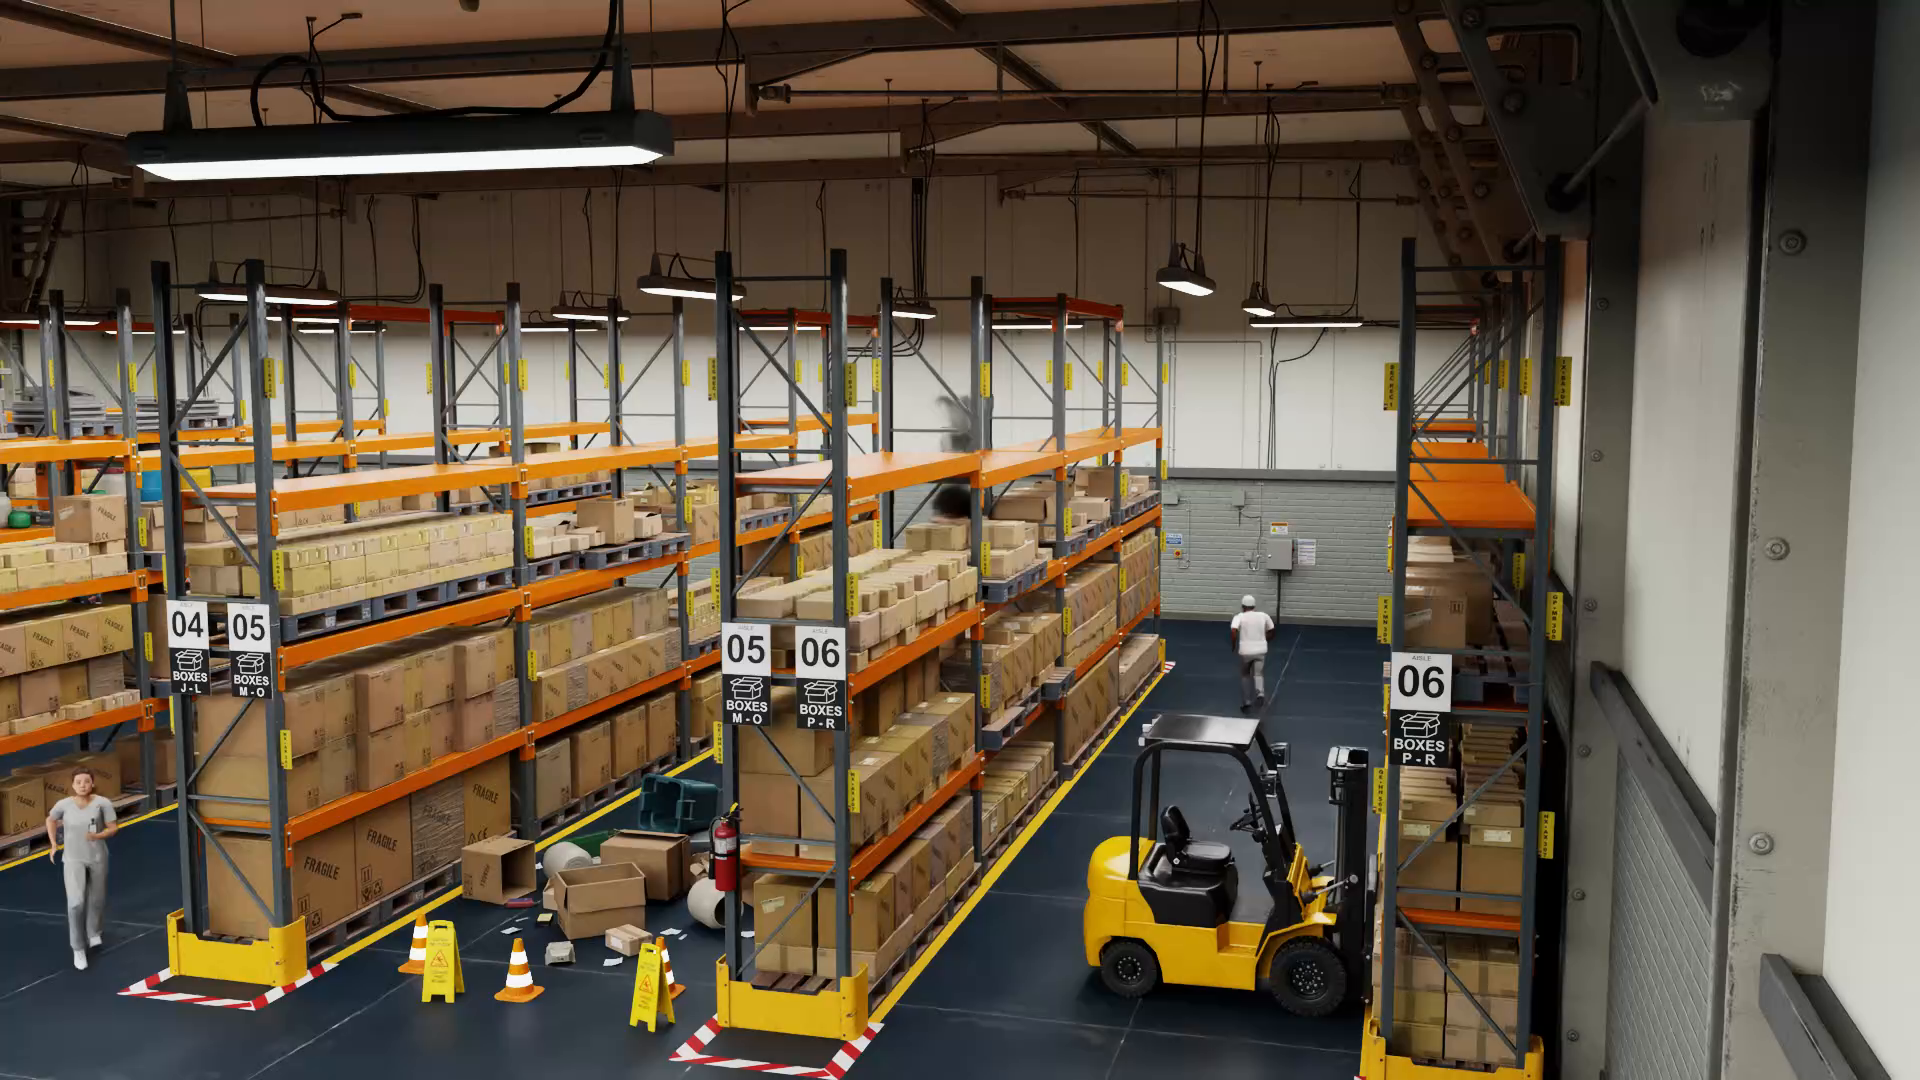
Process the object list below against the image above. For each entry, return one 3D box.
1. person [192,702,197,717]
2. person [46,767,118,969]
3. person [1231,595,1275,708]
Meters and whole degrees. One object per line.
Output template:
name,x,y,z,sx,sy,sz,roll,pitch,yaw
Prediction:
person,-10.469,1.915,22.538,0.616,1.684,0.919,1,6,9
person,-7.584,2.816,14.413,0.535,1.716,0.722,-4,7,-31
person,4.327,1.713,24.589,0.699,1.753,1.097,0,6,-2
